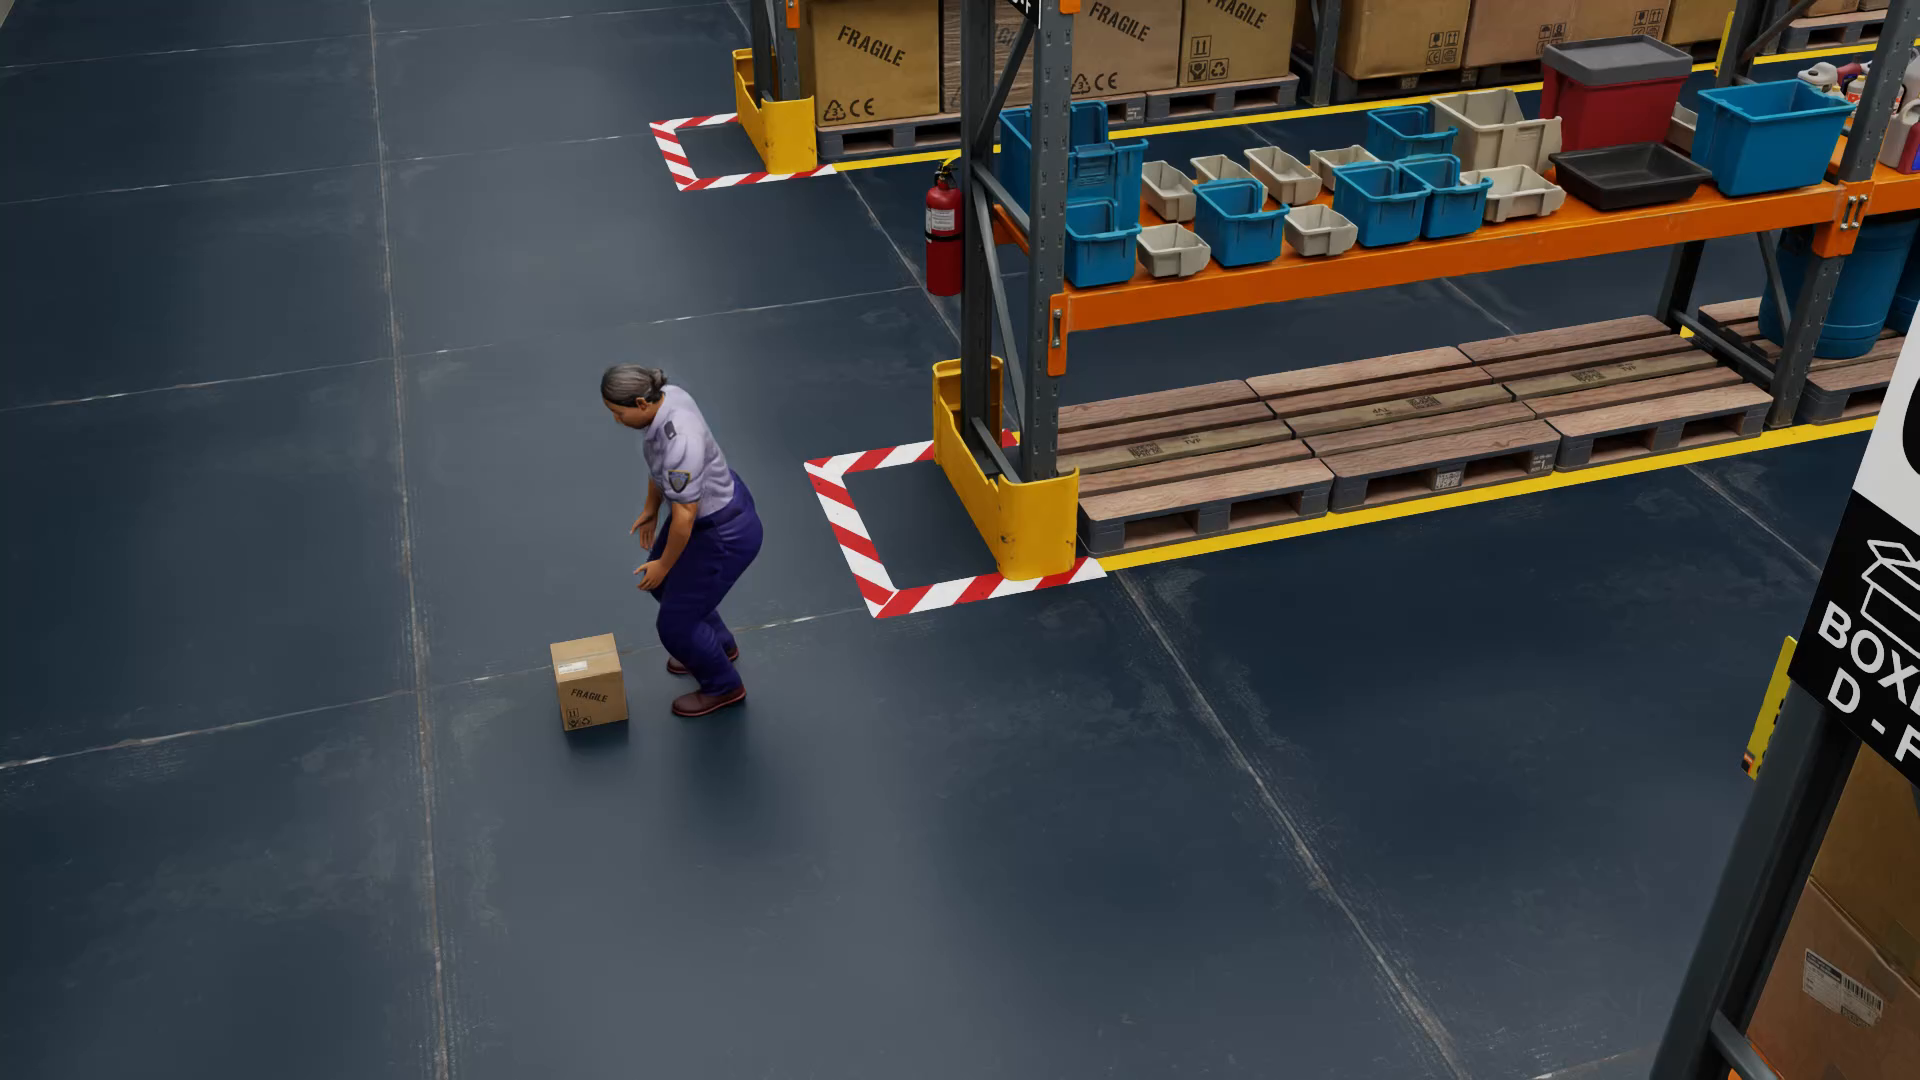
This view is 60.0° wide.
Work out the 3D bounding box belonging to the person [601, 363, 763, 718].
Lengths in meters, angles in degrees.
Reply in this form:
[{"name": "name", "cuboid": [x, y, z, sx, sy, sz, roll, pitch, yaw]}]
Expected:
[{"name": "person", "cuboid": [-1.017, -0.020, 6.320, 0.529, 1.510, 0.522, -10, 35, -14]}]
